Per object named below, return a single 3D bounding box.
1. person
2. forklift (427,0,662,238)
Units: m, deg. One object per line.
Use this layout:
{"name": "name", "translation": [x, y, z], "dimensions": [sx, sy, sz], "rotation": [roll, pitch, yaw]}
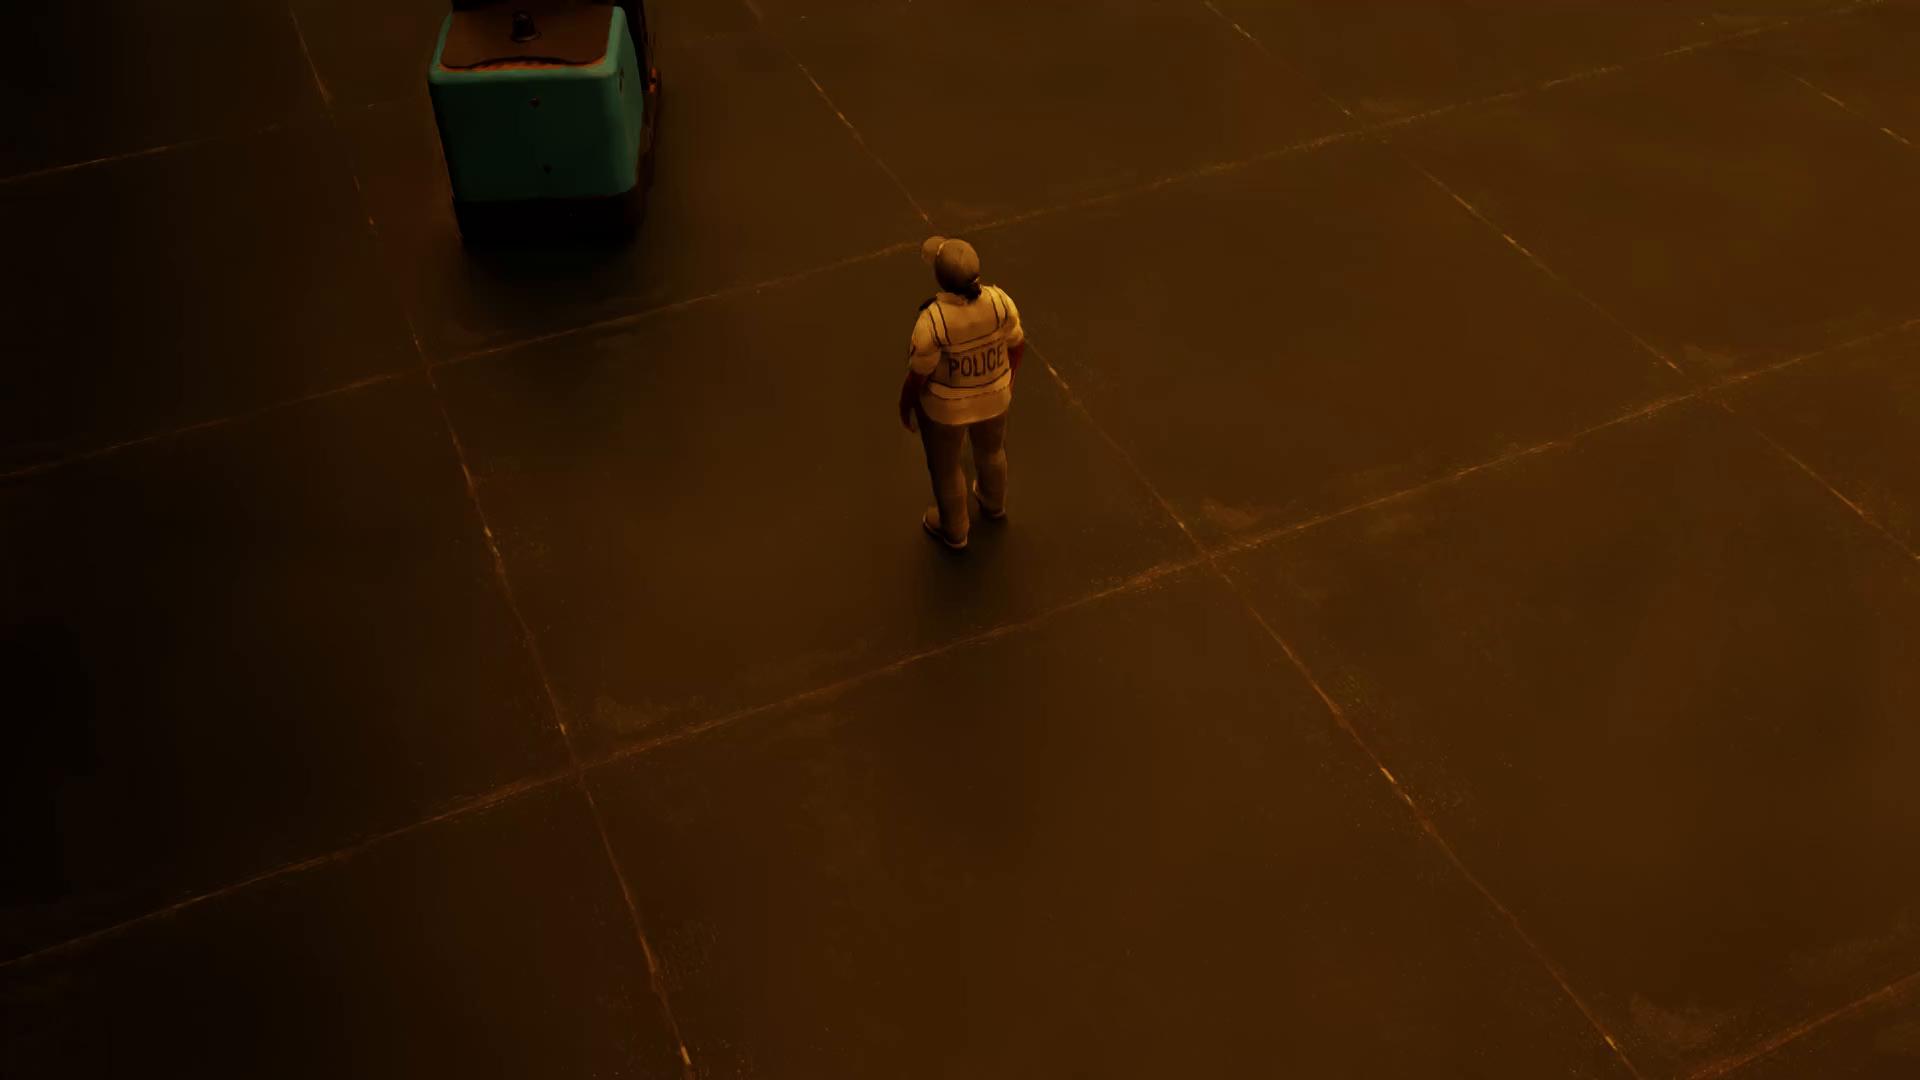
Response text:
{"name": "person", "translation": [-0.012, -0.668, 7.313], "dimensions": [0.598, 1.669, 0.529], "rotation": [-18, 46, -18]}
{"name": "forklift", "translation": [-2.500, -3.815, 9.768], "dimensions": [1.130, 2.935, 3.031], "rotation": [-3, 43, -4]}
